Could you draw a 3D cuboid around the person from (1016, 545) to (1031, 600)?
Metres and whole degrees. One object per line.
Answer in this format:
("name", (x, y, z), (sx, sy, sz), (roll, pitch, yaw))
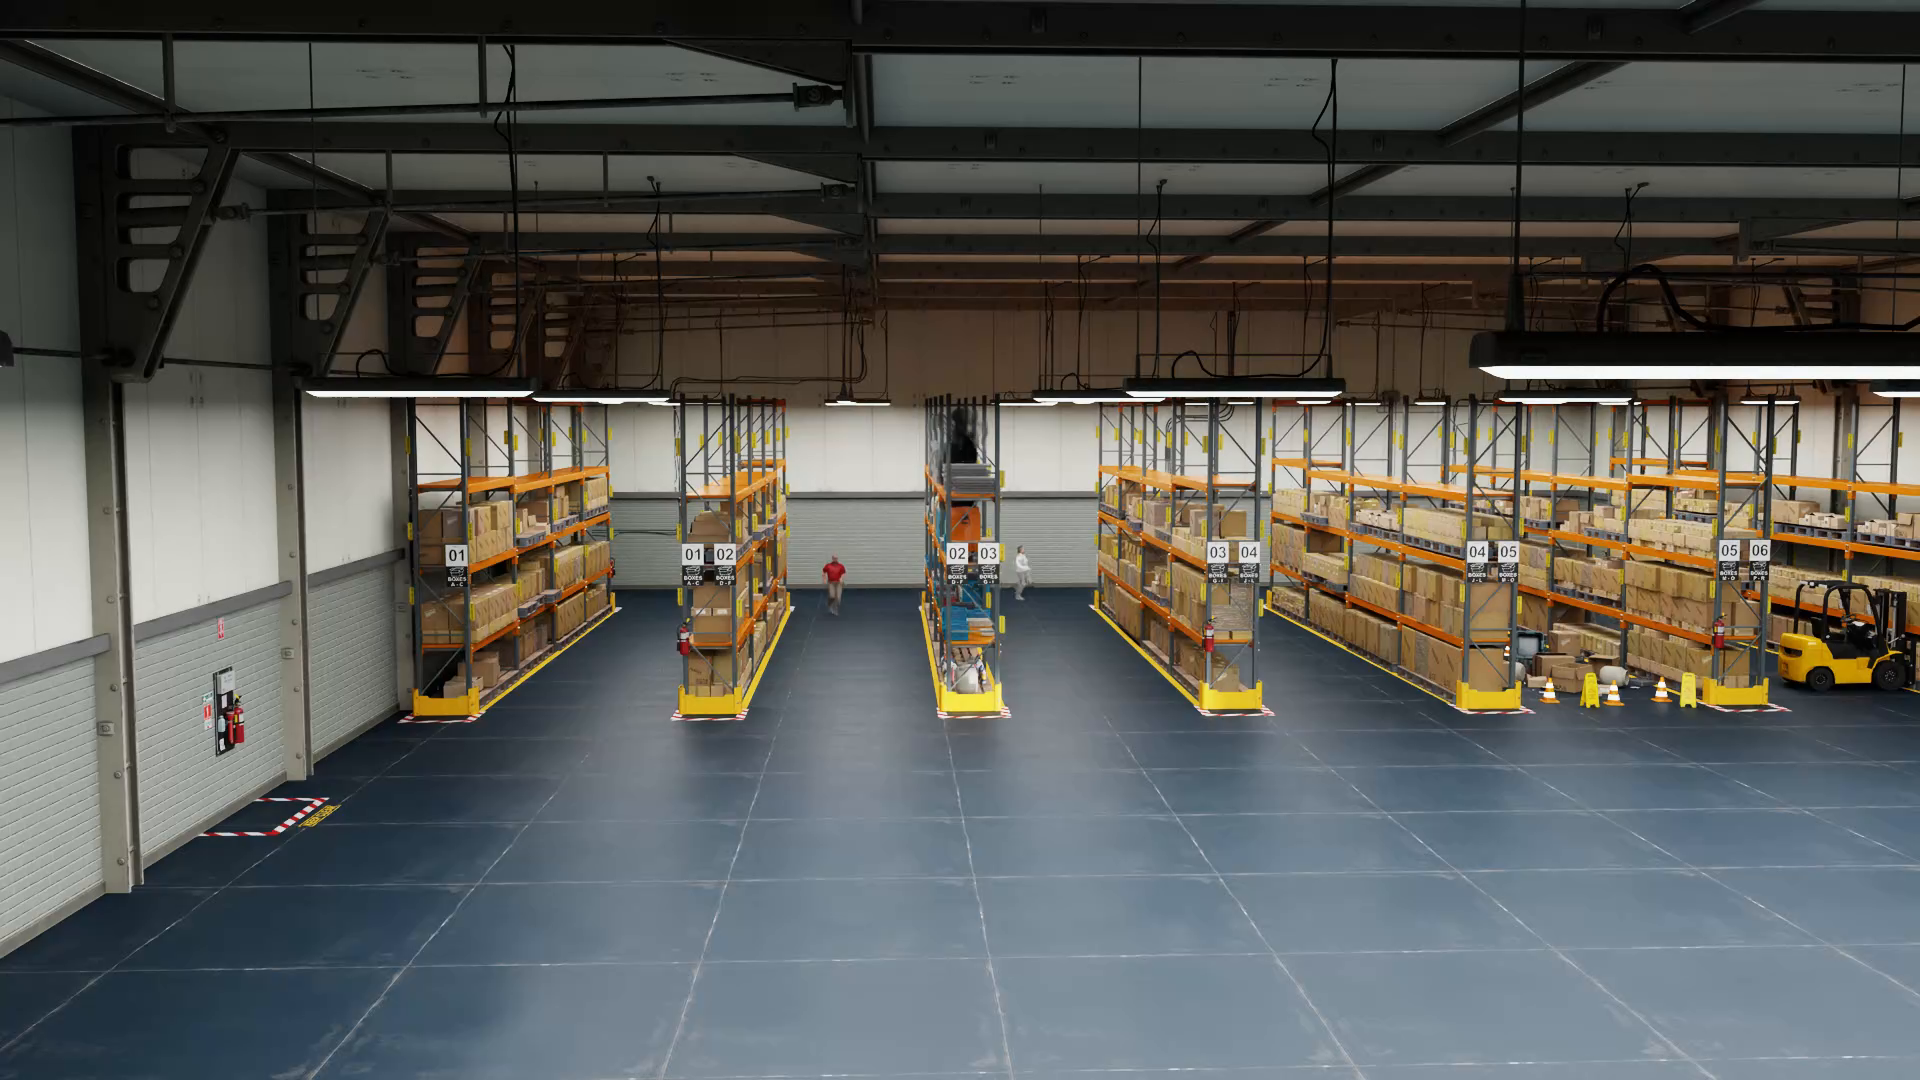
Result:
("person", (1.902, 0.964, 49.823), (0.529, 1.659, 0.605), (2, 5, 26))

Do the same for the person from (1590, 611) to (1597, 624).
("person", (16.599, 1.362, 44.151), (0.675, 1.727, 0.764), (-1, 5, -12))

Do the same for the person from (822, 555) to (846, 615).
("person", (-3.465, 1.247, 46.006), (0.651, 1.682, 0.664), (-1, 5, -14))
